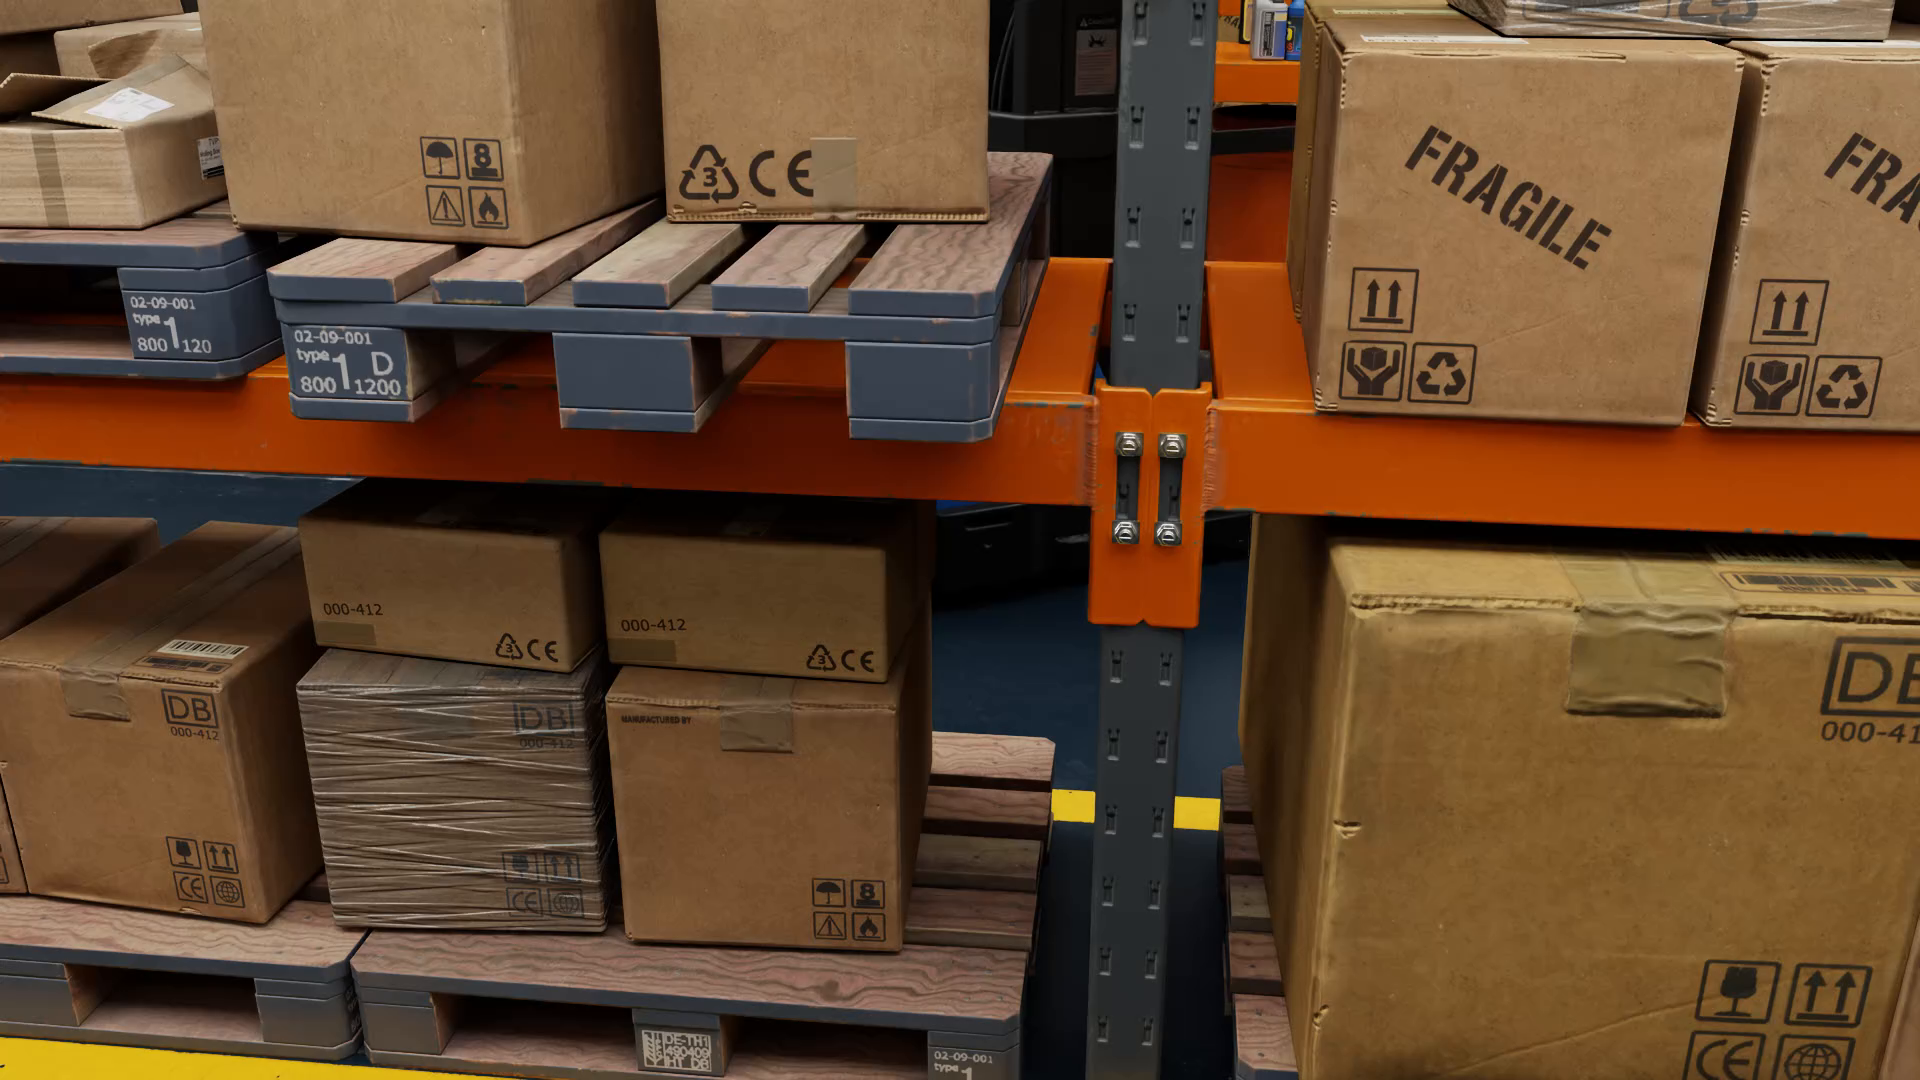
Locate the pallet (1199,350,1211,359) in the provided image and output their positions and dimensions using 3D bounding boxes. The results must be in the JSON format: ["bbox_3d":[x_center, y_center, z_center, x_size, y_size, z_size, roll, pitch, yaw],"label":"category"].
[{"bbox_3d":[1.707,-1.056,7.823,1.213,0.211,1.003,2,22,6],"label":"pallet"}]

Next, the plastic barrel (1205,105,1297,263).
[{"bbox_3d":[1.407,-1.542,7.642,0.708,0.830,0.600,2,22,6],"label":"plastic barrel"}]

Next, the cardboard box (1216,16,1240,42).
[{"bbox_3d":[2.800,-5.104,16.624,0.750,0.750,0.750,2,22,6],"label":"cardboard box"}]

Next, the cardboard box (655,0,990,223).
[{"bbox_3d":[-0.205,-0.814,2.711,0.500,0.500,0.500,0,22,0],"label":"cardboard box"}]

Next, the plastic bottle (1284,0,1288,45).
[{"bbox_3d":[1.483,-2.406,7.715,0.097,0.201,0.097,0,22,0],"label":"plastic bottle"}]

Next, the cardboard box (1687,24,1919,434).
[{"bbox_3d":[1.299,-0.468,2.407,0.500,0.500,0.500,2,22,5],"label":"cardboard box"}]

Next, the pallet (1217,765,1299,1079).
[{"bbox_3d":[1.110,0.795,3.141,1.213,0.211,1.003,2,22,6],"label":"pallet"}]

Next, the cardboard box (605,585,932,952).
[{"bbox_3d":[-0.332,0.373,3.218,0.500,0.500,0.700,1,22,3],"label":"cardboard box"}]

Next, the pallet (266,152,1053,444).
[{"bbox_3d":[-0.384,-0.466,2.799,1.003,0.211,1.213,2,22,6],"label":"pallet"}]

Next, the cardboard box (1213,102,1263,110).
[{"bbox_3d":[1.924,-3.098,11.997,0.500,0.500,0.500,3,22,9],"label":"cardboard box"}]

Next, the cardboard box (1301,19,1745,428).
[{"bbox_3d":[0.787,-0.489,2.461,0.500,0.500,0.500,3,22,8],"label":"cardboard box"}]

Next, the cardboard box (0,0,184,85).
[{"bbox_3d":[-1.904,-0.938,3.021,0.637,0.503,0.797,5,22,12],"label":"cardboard box"}]

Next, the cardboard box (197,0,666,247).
[{"bbox_3d":[-0.771,-0.801,2.679,0.500,0.500,0.700,6,22,14],"label":"cardboard box"}]

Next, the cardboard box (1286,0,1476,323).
[{"bbox_3d":[0.855,-0.679,2.940,0.500,0.500,0.500,3,22,8],"label":"cardboard box"}]

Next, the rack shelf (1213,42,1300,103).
[{"bbox_3d":[2.905,-1.950,7.271,4.000,0.370,1.077,2,22,6],"label":"rack shelf"}]

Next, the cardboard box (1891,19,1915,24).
[{"bbox_3d":[1.350,-0.655,2.881,0.500,0.500,0.500,2,22,6],"label":"cardboard box"}]

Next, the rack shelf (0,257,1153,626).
[{"bbox_3d":[-1.650,-0.315,3.135,4.000,0.370,1.077,2,22,6],"label":"rack shelf"}]

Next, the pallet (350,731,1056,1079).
[{"bbox_3d":[-0.440,0.699,3.384,1.213,0.211,1.003,2,22,6],"label":"pallet"}]

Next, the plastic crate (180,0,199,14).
[{"bbox_3d":[-3.558,-2.585,7.982,0.504,0.338,0.767,2,22,6],"label":"plastic crate"}]

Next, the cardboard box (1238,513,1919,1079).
[{"bbox_3d":[1.019,0.267,3.003,0.875,0.875,1.225,2,22,4],"label":"cardboard box"}]

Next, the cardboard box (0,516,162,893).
[{"bbox_3d":[-2.002,0.308,3.383,0.500,0.500,0.700,1,22,2],"label":"cardboard box"}]

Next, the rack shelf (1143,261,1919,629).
[{"bbox_3d":[2.322,-0.142,2.697,4.000,0.370,1.077,2,22,6],"label":"rack shelf"}]

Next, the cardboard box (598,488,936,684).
[{"bbox_3d":[-0.333,0.028,3.070,0.500,0.250,0.500,3,22,8],"label":"cardboard box"}]

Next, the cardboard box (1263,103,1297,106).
[{"bbox_3d":[2.445,-3.077,11.945,0.500,0.500,0.500,2,22,4],"label":"cardboard box"}]

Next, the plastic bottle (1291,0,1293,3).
[{"bbox_3d":[1.600,-2.445,7.704,0.133,0.283,0.061,2,22,6],"label":"plastic bottle"}]

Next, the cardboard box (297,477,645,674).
[{"bbox_3d":[-0.861,0.009,3.119,0.500,0.250,0.500,5,22,12],"label":"cardboard box"}]

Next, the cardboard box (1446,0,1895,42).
[{"bbox_3d":[1.060,-1.038,2.486,0.637,0.503,0.797,3,22,8],"label":"cardboard box"}]

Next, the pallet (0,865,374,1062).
[{"bbox_3d":[-1.648,0.646,3.519,1.213,0.211,1.003,2,22,6],"label":"pallet"}]

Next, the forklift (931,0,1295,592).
[{"bbox_3d":[0.667,-1.481,5.199,3.031,2.935,1.130,-9,23,-22],"label":"forklift"}]

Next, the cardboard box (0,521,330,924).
[{"bbox_3d":[-1.448,0.332,3.322,0.500,0.500,0.700,4,22,11],"label":"cardboard box"}]

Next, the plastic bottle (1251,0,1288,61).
[{"bbox_3d":[1.311,-2.177,7.035,0.135,0.276,0.152,2,22,6],"label":"plastic bottle"}]

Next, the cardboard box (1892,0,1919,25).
[{"bbox_3d":[1.707,-1.009,2.412,0.637,0.503,0.797,3,22,8],"label":"cardboard box"}]

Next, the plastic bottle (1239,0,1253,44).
[{"bbox_3d":[1.371,-2.455,7.729,0.133,0.283,0.061,2,22,6],"label":"plastic bottle"}]

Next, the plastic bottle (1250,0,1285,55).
[{"bbox_3d":[1.329,-2.232,7.176,0.135,0.276,0.152,2,22,6],"label":"plastic bottle"}]

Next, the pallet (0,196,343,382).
[{"bbox_3d":[-1.634,-0.545,2.998,1.213,0.211,1.003,2,22,6],"label":"pallet"}]

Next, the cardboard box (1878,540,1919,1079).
[{"bbox_3d":[1.903,0.309,2.898,0.875,0.875,1.225,3,22,6],"label":"cardboard box"}]

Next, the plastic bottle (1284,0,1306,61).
[{"bbox_3d":[1.423,-2.160,6.998,0.097,0.271,0.097,0,22,0],"label":"plastic bottle"}]

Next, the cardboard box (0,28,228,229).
[{"bbox_3d":[-1.352,-0.669,2.665,0.258,0.266,0.396,2,22,5],"label":"cardboard box"}]

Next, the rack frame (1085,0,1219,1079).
[{"bbox_3d":[0.336,-0.563,2.784,0.127,3.000,1.000,2,22,6],"label":"rack frame"}]

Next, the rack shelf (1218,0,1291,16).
[{"bbox_3d":[3.492,-3.759,11.845,4.000,0.370,1.077,2,22,6],"label":"rack shelf"}]

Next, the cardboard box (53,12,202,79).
[{"bbox_3d":[-1.301,-0.845,3.130,0.500,0.250,0.500,2,22,5],"label":"cardboard box"}]

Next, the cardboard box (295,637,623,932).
[{"bbox_3d":[-0.884,0.354,3.266,0.500,0.500,0.700,1,22,2],"label":"cardboard box"}]
